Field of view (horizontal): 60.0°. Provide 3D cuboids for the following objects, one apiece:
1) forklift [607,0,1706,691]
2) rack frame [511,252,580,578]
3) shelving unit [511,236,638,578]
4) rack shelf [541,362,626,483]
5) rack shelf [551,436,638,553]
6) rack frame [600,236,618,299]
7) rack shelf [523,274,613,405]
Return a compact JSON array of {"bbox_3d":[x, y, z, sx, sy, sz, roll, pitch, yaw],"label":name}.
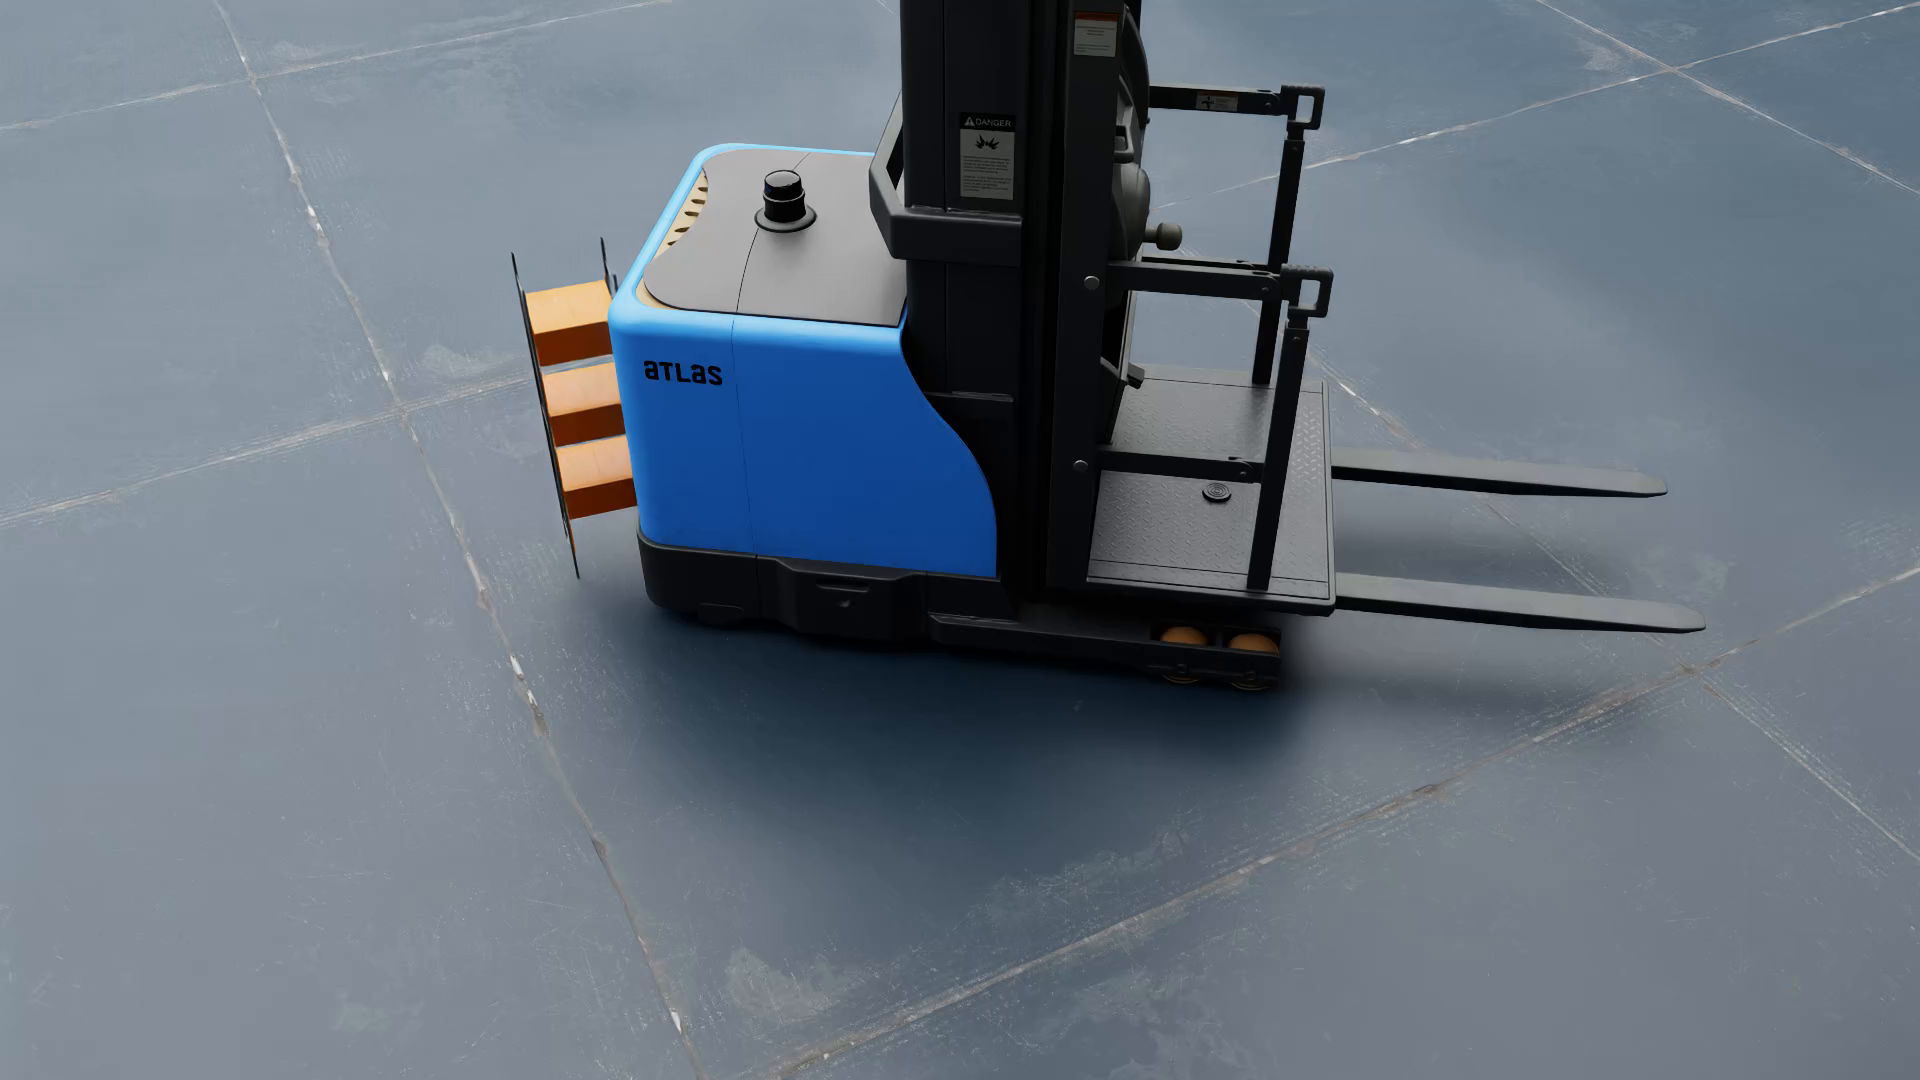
[{"bbox_3d":[0.623,-1.059,4.233,3.031,2.935,1.130,5,41,6],"label":"forklift"},{"bbox_3d":[-1.199,-0.335,4.826,0.008,1.050,0.200,-13,44,-15],"label":"rack frame"},{"bbox_3d":[-1.084,-0.362,4.858,0.252,1.050,0.215,-13,44,-15],"label":"shelving unit"},{"bbox_3d":[-1.084,-0.354,4.865,0.240,0.259,0.215,-13,44,-15],"label":"rack shelf"},{"bbox_3d":[-1.088,-0.148,5.052,0.240,0.259,0.215,-13,44,-15],"label":"rack shelf"},{"bbox_3d":[-0.969,-0.388,4.890,0.008,1.050,0.200,-13,44,-15],"label":"rack frame"},{"bbox_3d":[-1.080,-0.564,4.674,0.240,0.259,0.215,-13,44,-15],"label":"rack shelf"}]
